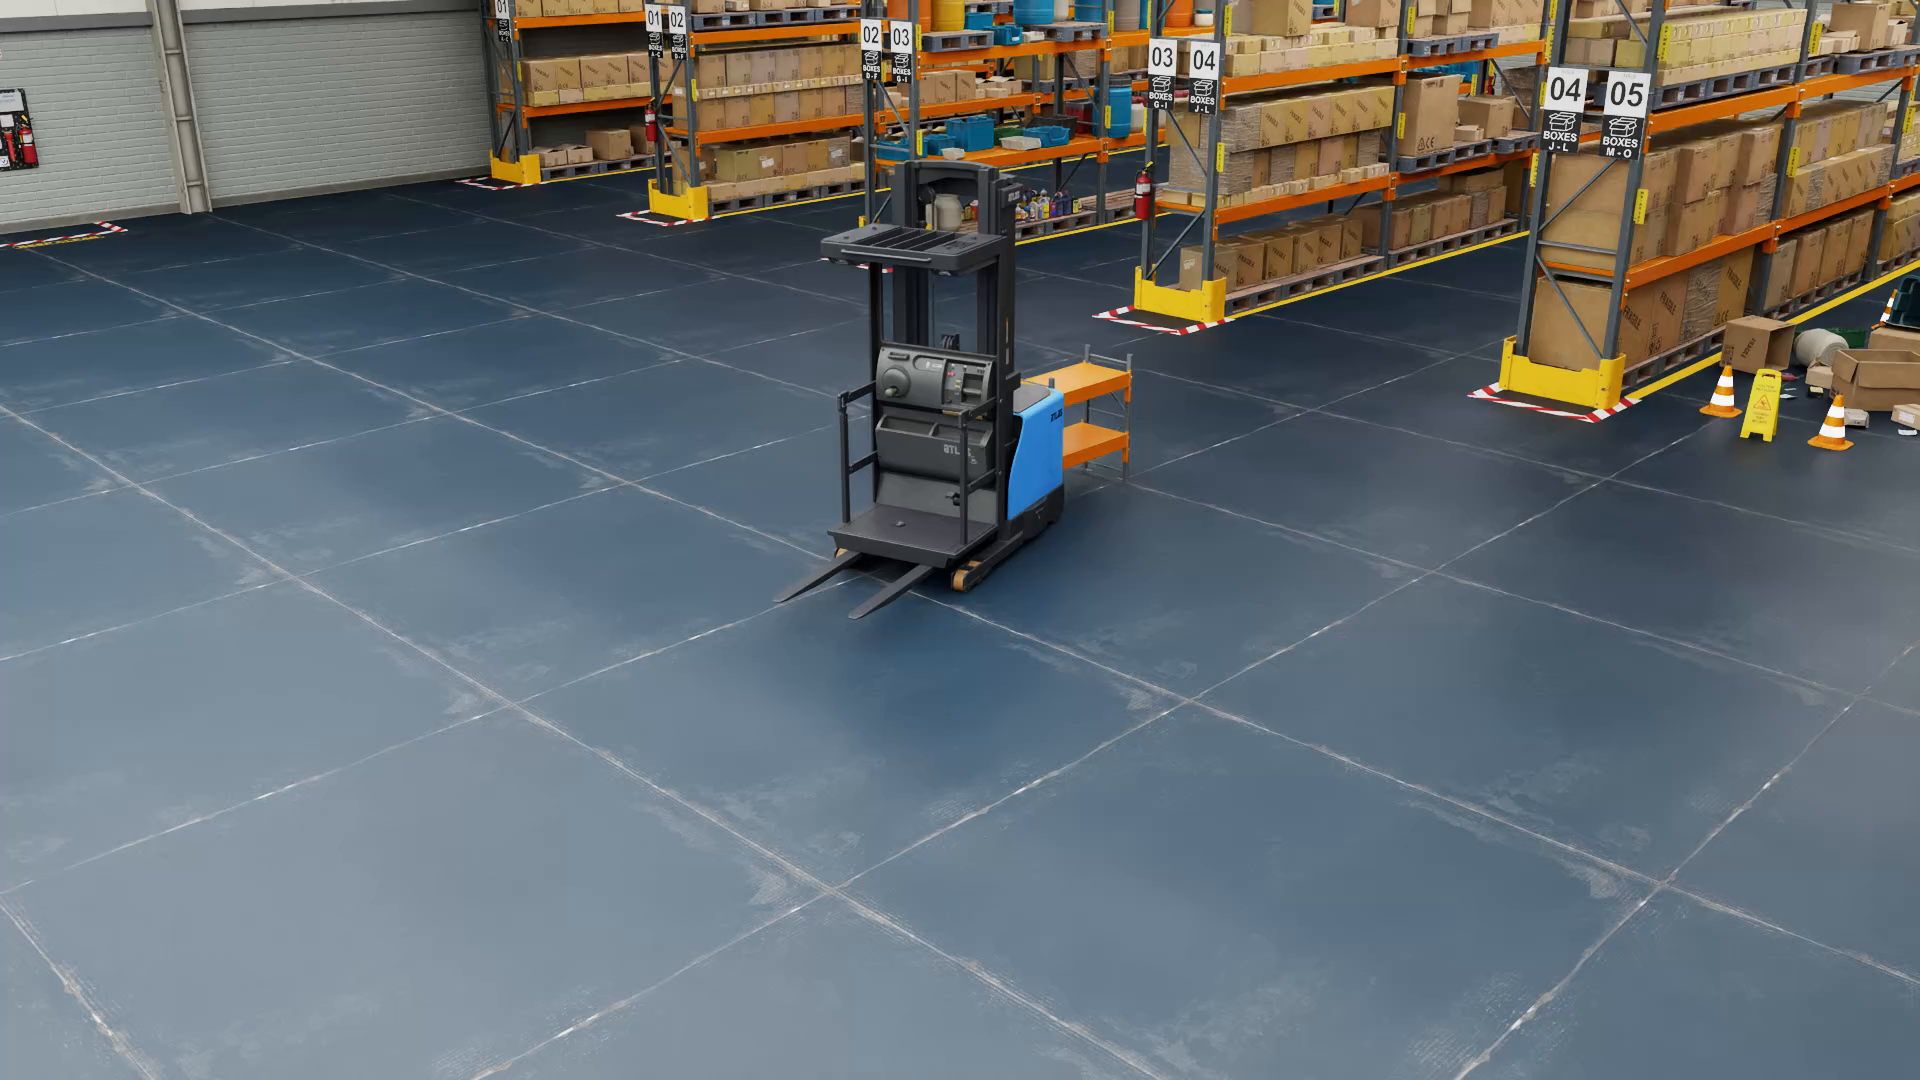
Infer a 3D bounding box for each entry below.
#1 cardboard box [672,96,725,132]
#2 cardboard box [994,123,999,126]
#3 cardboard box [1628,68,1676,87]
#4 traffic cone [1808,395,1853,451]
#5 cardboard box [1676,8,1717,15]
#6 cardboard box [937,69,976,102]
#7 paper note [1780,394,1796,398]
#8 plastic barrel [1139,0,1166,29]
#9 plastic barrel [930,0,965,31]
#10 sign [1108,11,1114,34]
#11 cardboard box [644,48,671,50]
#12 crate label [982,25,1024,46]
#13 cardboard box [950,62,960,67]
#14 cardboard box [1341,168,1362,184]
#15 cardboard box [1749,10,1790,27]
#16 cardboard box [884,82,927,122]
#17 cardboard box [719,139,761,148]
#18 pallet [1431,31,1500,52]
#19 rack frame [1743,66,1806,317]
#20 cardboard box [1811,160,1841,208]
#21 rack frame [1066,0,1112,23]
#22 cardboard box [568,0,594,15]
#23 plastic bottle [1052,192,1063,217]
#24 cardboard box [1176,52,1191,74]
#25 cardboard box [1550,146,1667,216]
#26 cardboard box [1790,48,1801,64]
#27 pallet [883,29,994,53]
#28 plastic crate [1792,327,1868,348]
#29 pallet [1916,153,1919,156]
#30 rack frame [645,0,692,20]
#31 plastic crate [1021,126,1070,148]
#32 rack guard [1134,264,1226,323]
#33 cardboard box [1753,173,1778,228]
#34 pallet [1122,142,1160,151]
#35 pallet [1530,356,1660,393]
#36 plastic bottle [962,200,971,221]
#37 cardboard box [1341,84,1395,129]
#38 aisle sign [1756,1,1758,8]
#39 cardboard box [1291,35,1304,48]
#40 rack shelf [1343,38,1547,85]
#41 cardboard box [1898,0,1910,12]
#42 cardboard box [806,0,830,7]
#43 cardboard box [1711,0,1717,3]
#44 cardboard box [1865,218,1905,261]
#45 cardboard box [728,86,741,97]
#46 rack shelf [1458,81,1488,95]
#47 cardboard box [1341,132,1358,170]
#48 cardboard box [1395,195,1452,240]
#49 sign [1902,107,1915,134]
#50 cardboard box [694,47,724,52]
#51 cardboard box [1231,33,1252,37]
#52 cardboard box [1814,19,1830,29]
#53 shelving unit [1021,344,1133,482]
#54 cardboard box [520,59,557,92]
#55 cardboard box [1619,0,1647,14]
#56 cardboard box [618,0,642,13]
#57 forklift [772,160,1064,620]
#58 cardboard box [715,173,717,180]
[{"bbox_3d":[-4.152,-6.788,26.415,0.700,0.500,0.500,19,28,41],"label":"cardboard box"},{"bbox_3d":[0.518,-7.794,31.637,0.500,0.311,0.500,-19,28,-40],"label":"cardboard box"},{"bbox_3d":[6.561,-4.410,15.812,0.380,0.149,0.250,20,28,41],"label":"cardboard box"},{"bbox_3d":[8.052,-1.104,15.301,0.336,0.463,0.334,19,28,41],"label":"traffic cone"},{"bbox_3d":[7.854,-5.598,17.791,0.380,0.149,0.250,19,28,40],"label":"cardboard box"},{"bbox_3d":[-0.065,-8.292,30.328,0.500,0.500,0.500,17,27,38],"label":"cardboard box"},{"bbox_3d":[8.373,-1.458,16.826,0.142,0.017,0.144,-10,23,-24],"label":"paper note"},{"bbox_3d":[2.962,-8.567,26.304,0.600,0.901,0.708,19,28,41],"label":"plastic barrel"},{"bbox_3d":[-0.236,-7.393,23.099,0.600,0.588,0.600,0,21,0],"label":"plastic barrel"},{"bbox_3d":[2.237,-7.676,24.671,0.100,0.325,0.005,19,28,41],"label":"sign"},{"bbox_3d":[-5.726,-9.112,31.737,0.500,0.500,0.500,18,28,39],"label":"cardboard box"},{"bbox_3d":[0.602,-7.113,23.426,0.502,0.251,0.408,19,28,41],"label":"crate label"},{"bbox_3d":[-0.214,-10.474,36.465,0.380,0.149,0.250,19,28,41],"label":"cardboard box"},{"bbox_3d":[4.966,-4.723,21.532,0.380,0.149,0.250,19,28,41],"label":"cardboard box"},{"bbox_3d":[8.503,-5.500,17.535,0.380,0.149,0.250,19,28,41],"label":"cardboard box"},{"bbox_3d":[-1.235,-9.492,36.001,0.750,0.750,0.750,19,28,40],"label":"cardboard box"},{"bbox_3d":[-3.639,-6.360,27.643,0.500,0.500,0.500,19,28,41],"label":"cardboard box"},{"bbox_3d":[6.627,-6.884,22.885,1.213,0.211,1.003,19,28,41],"label":"pallet"},{"bbox_3d":[8.882,-3.905,19.053,1.000,3.000,0.127,19,28,41],"label":"rack frame"},{"bbox_3d":[10.144,-4.277,19.883,0.500,0.500,0.500,19,28,40],"label":"cardboard box"},{"bbox_3d":[1.850,-9.212,24.500,1.000,3.000,0.127,19,28,41],"label":"rack frame"},{"bbox_3d":[-6.866,-9.606,29.539,0.500,0.500,0.500,-19,28,-40],"label":"cardboard box"},{"bbox_3d":[1.474,-5.094,25.225,0.144,0.351,0.185,18,27,38],"label":"plastic bottle"},{"bbox_3d":[2.763,-5.662,19.652,0.500,0.250,0.500,-19,28,-41],"label":"cardboard box"},{"bbox_3d":[6.378,-3.537,16.381,0.875,0.550,0.550,19,28,41],"label":"cardboard box"},{"bbox_3d":[8.857,-5.257,18.015,0.380,0.149,0.250,19,28,40],"label":"cardboard box"},{"bbox_3d":[-0.293,-6.884,22.886,1.003,0.211,1.213,19,28,41],"label":"pallet"},{"bbox_3d":[9.700,-2.247,18.578,0.662,0.188,0.450,-6,12,-15],"label":"plastic crate"},{"bbox_3d":[13.024,-5.363,23.113,1.003,0.211,1.213,19,28,41],"label":"pallet"},{"bbox_3d":[-4.487,-9.425,25.052,1.000,3.000,0.127,19,28,41],"label":"rack frame"},{"bbox_3d":[1.273,-5.990,24.686,0.499,0.251,0.616,19,28,41],"label":"plastic crate"},{"bbox_3d":[2.662,-2.997,20.175,1.175,0.500,0.348,19,28,41],"label":"rack guard"},{"bbox_3d":[8.633,-3.877,18.772,0.875,0.550,0.550,19,28,41],"label":"cardboard box"},{"bbox_3d":[3.344,-8.189,34.086,1.003,0.211,1.213,19,28,41],"label":"pallet"},{"bbox_3d":[6.593,-1.800,17.464,1.003,0.211,1.213,19,28,41],"label":"pallet"},{"bbox_3d":[0.095,-4.938,24.913,0.133,0.283,0.061,-19,28,-41],"label":"plastic bottle"},{"bbox_3d":[5.282,-5.640,21.620,0.500,0.500,0.500,19,28,41],"label":"cardboard box"},{"bbox_3d":[14.035,-9.414,29.762,0.394,0.787,0.004,19,28,41],"label":"aisle sign"},{"bbox_3d":[3.898,-5.999,19.974,0.380,0.149,0.250,18,27,38],"label":"cardboard box"},{"bbox_3d":[6.794,-6.751,23.279,1.077,0.370,4.000,19,28,41],"label":"rack shelf"},{"bbox_3d":[12.651,-7.242,22.348,0.396,0.266,0.258,19,28,41],"label":"cardboard box"},{"bbox_3d":[-2.342,-8.818,27.226,0.380,0.149,0.250,19,28,41],"label":"cardboard box"},{"bbox_3d":[12.641,-9.540,28.669,0.700,0.500,0.500,17,27,37],"label":"cardboard box"},{"bbox_3d":[12.349,-4.080,22.409,0.500,0.500,0.500,18,27,38],"label":"cardboard box"},{"bbox_3d":[-3.701,-7.153,26.461,0.380,0.149,0.250,19,28,41],"label":"cardboard box"},{"bbox_3d":[8.826,-8.647,32.393,1.077,0.370,4.000,19,28,41],"label":"rack shelf"},{"bbox_3d":[4.667,-5.138,21.707,0.875,0.500,0.500,19,28,41],"label":"cardboard box"},{"bbox_3d":[6.579,-4.625,23.798,0.700,0.500,0.500,16,26,36],"label":"cardboard box"},{"bbox_3d":[12.073,-5.336,21.162,0.100,0.325,0.005,19,28,41],"label":"sign"},{"bbox_3d":[-4.869,-9.266,32.248,0.700,0.500,0.500,19,28,41],"label":"cardboard box"},{"bbox_3d":[3.376,-6.048,20.101,0.380,0.149,0.250,20,28,41],"label":"cardboard box"},{"bbox_3d":[10.302,-6.143,20.094,0.500,0.311,0.500,19,28,40],"label":"cardboard box"},{"bbox_3d":[0.918,-0.962,14.010,0.538,1.125,1.048,19,28,40],"label":"shelving unit"},{"bbox_3d":[-7.490,-8.200,29.364,0.500,0.500,0.500,19,28,41],"label":"cardboard box"},{"bbox_3d":[10.582,-8.720,26.675,0.500,0.500,0.700,-19,28,-41],"label":"cardboard box"},{"bbox_3d":[-6.144,-9.877,30.243,0.500,0.500,0.500,18,27,39],"label":"cardboard box"},{"bbox_3d":[-0.289,-1.170,12.034,1.130,2.935,3.031,11,23,26],"label":"forklift"},{"bbox_3d":[-3.984,-5.880,27.440,0.500,0.250,0.500,19,28,41],"label":"cardboard box"}]
